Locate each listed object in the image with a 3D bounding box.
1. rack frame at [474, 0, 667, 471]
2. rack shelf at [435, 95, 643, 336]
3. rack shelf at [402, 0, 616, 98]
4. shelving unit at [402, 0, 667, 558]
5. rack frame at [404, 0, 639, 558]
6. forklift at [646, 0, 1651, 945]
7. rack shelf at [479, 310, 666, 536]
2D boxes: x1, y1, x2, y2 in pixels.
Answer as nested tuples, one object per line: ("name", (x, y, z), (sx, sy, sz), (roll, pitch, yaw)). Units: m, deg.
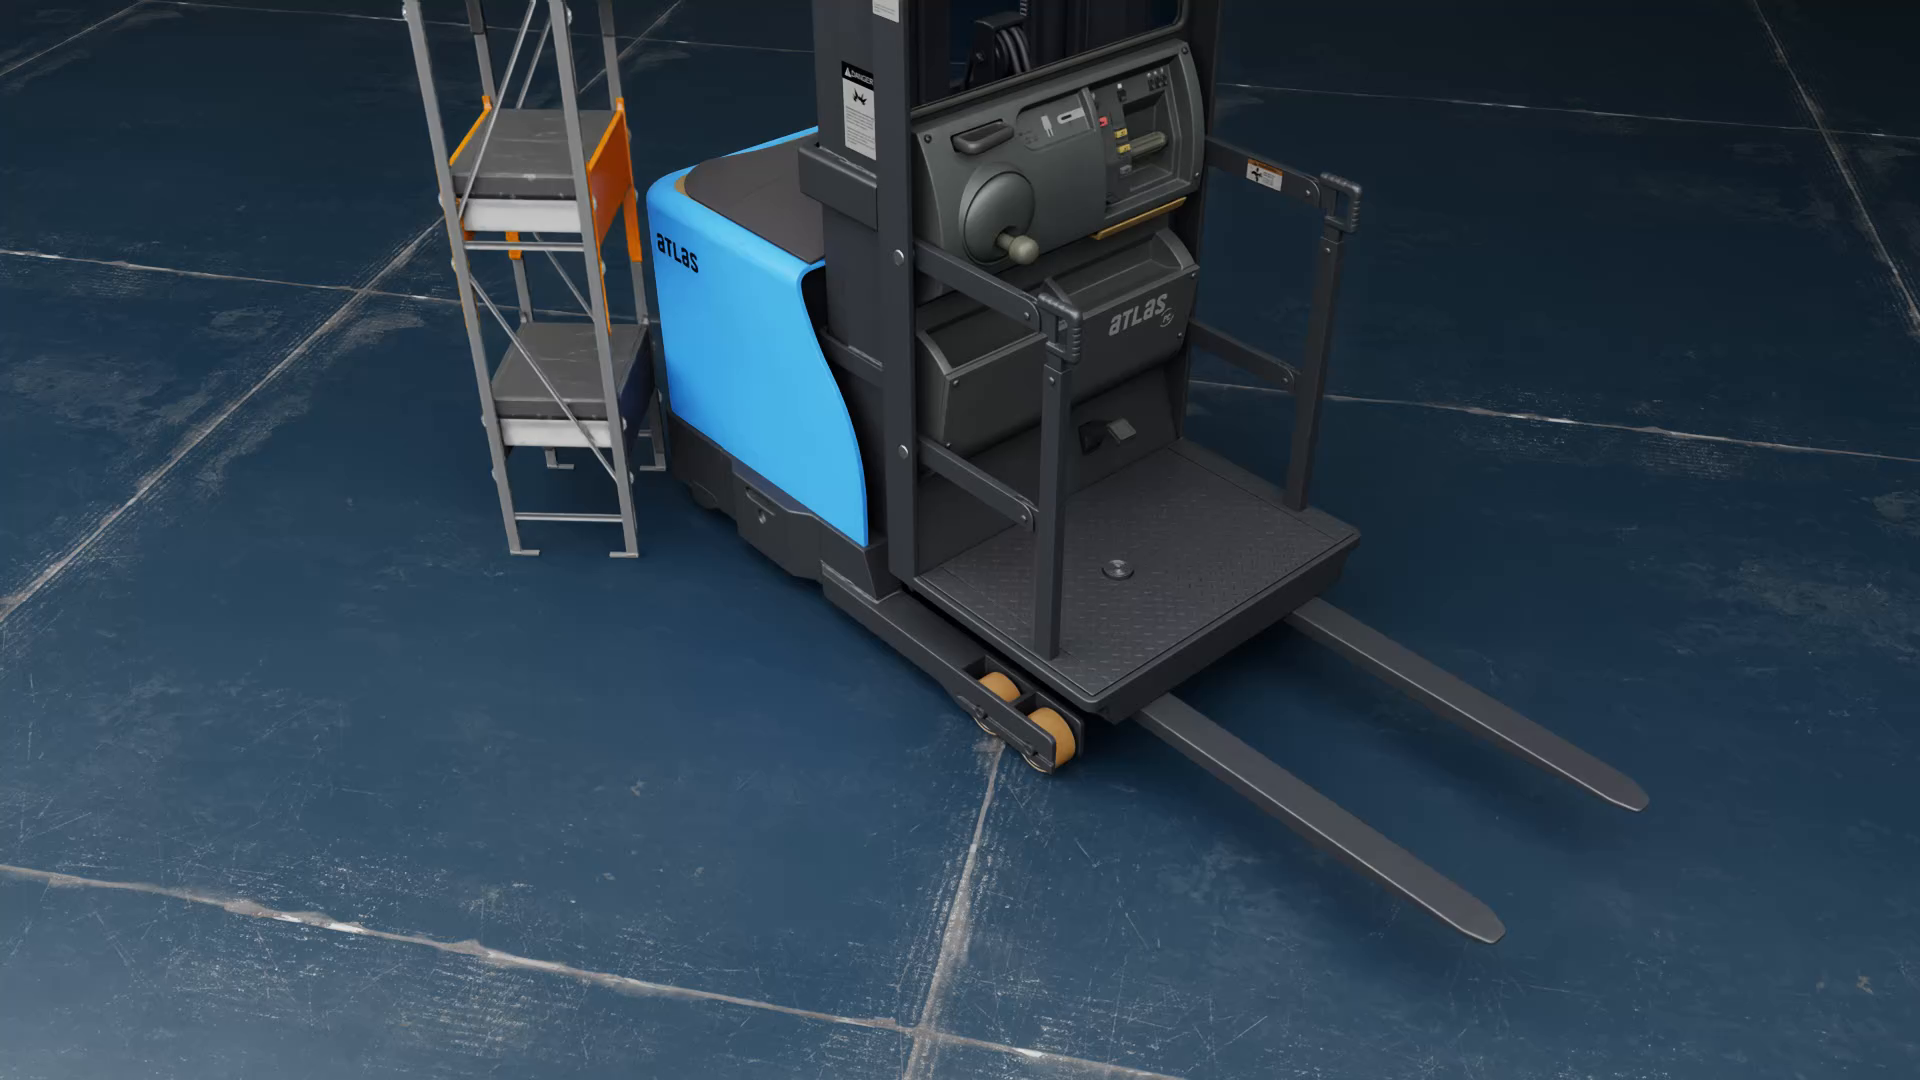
("rack frame", (-1.179, -1.089, 4.961), (0.400, 2.100, 0.015), (1, 36, 2))
("rack shelf", (-1.187, -0.934, 4.772), (0.431, 0.518, 0.480), (1, 36, 2))
("rack shelf", (-1.185, -1.501, 4.361), (0.431, 0.518, 0.480), (1, 36, 2))
("shelving unit", (-1.187, -0.945, 4.764), (0.431, 2.100, 0.503), (1, 36, 2))
("rack frame", (-1.196, -0.802, 4.566), (0.400, 2.100, 0.015), (1, 36, 2))
("forklift", (0.413, -0.913, 4.013), (1.130, 2.935, 3.031), (-28, 44, -33))
("rack shelf", (-1.190, -0.368, 5.183), (0.431, 0.518, 0.480), (1, 36, 2))
